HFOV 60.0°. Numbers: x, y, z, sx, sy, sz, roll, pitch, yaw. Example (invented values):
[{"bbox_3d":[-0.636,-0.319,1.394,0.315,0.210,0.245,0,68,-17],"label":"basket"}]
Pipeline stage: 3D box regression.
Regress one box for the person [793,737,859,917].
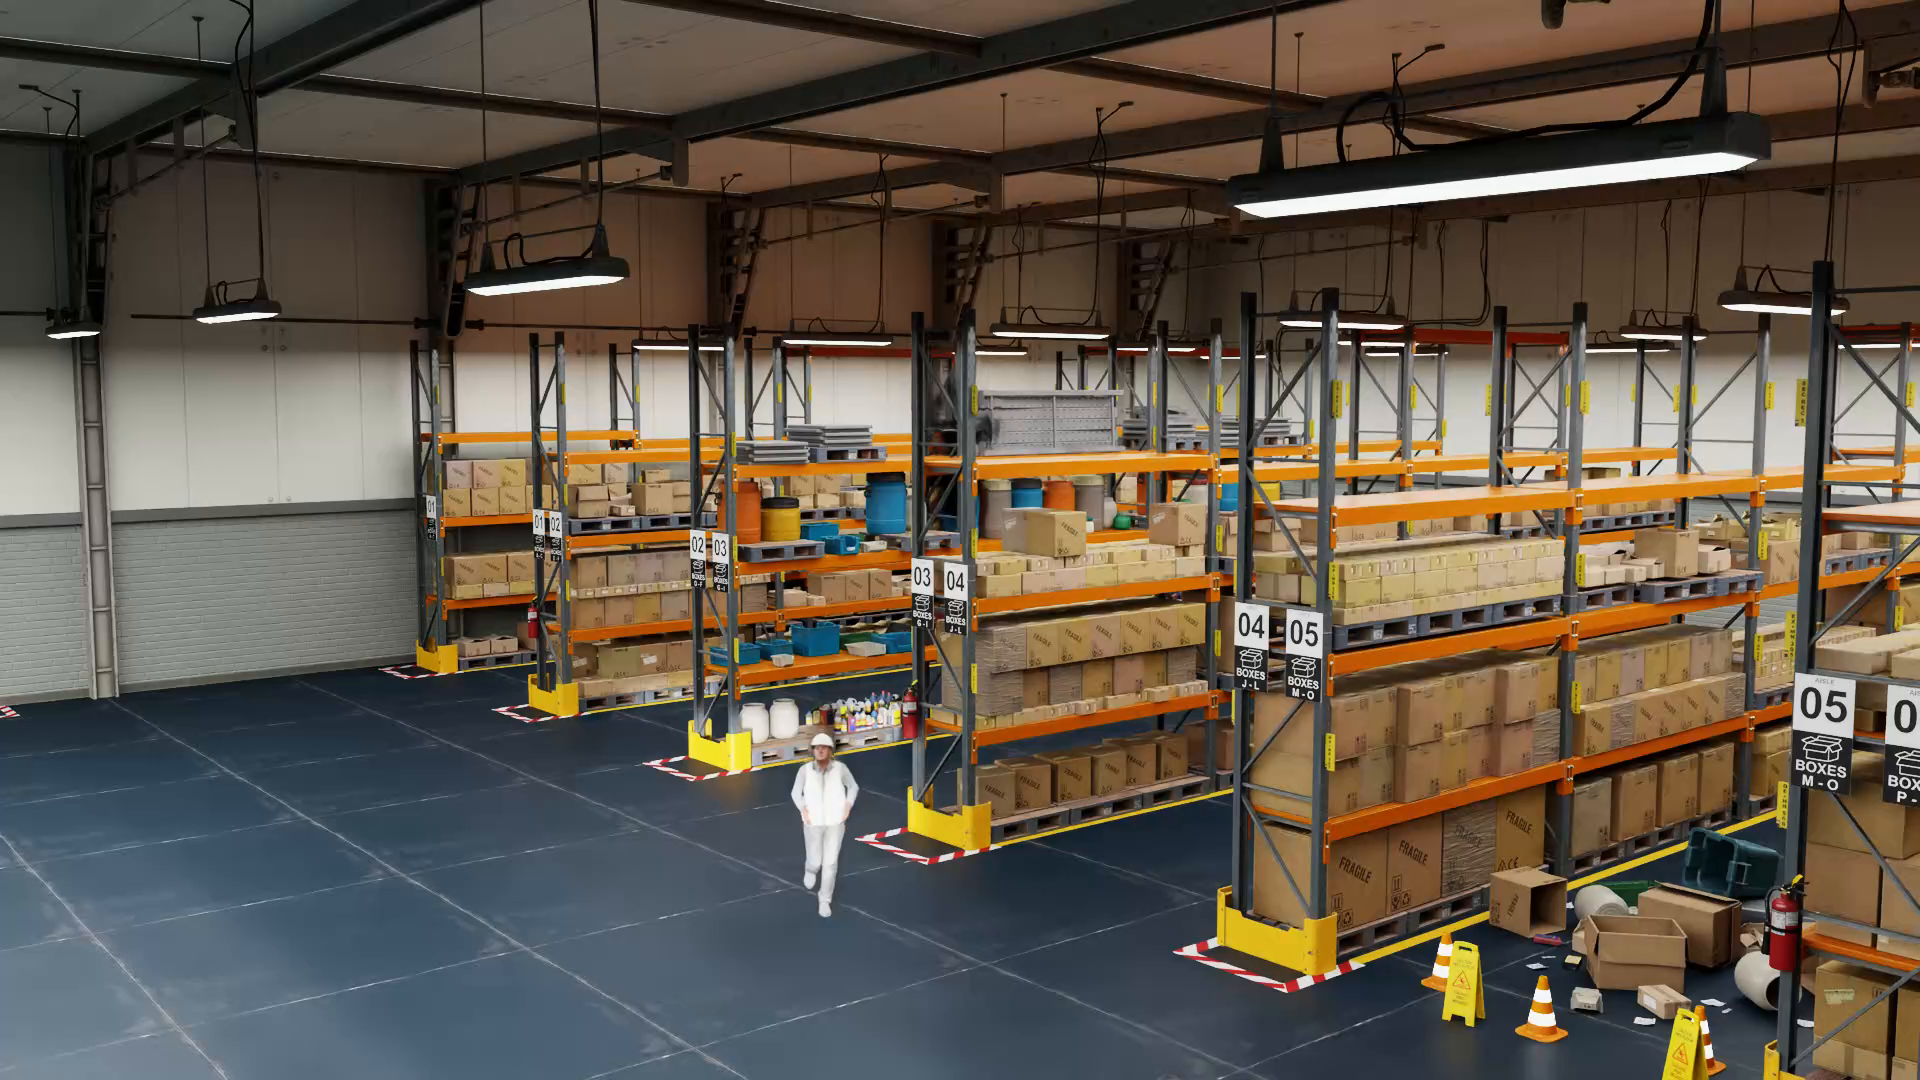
[{"bbox_3d":[-1.320,2.795,16.383,0.658,1.747,0.633,0,5,-3],"label":"person"}]
